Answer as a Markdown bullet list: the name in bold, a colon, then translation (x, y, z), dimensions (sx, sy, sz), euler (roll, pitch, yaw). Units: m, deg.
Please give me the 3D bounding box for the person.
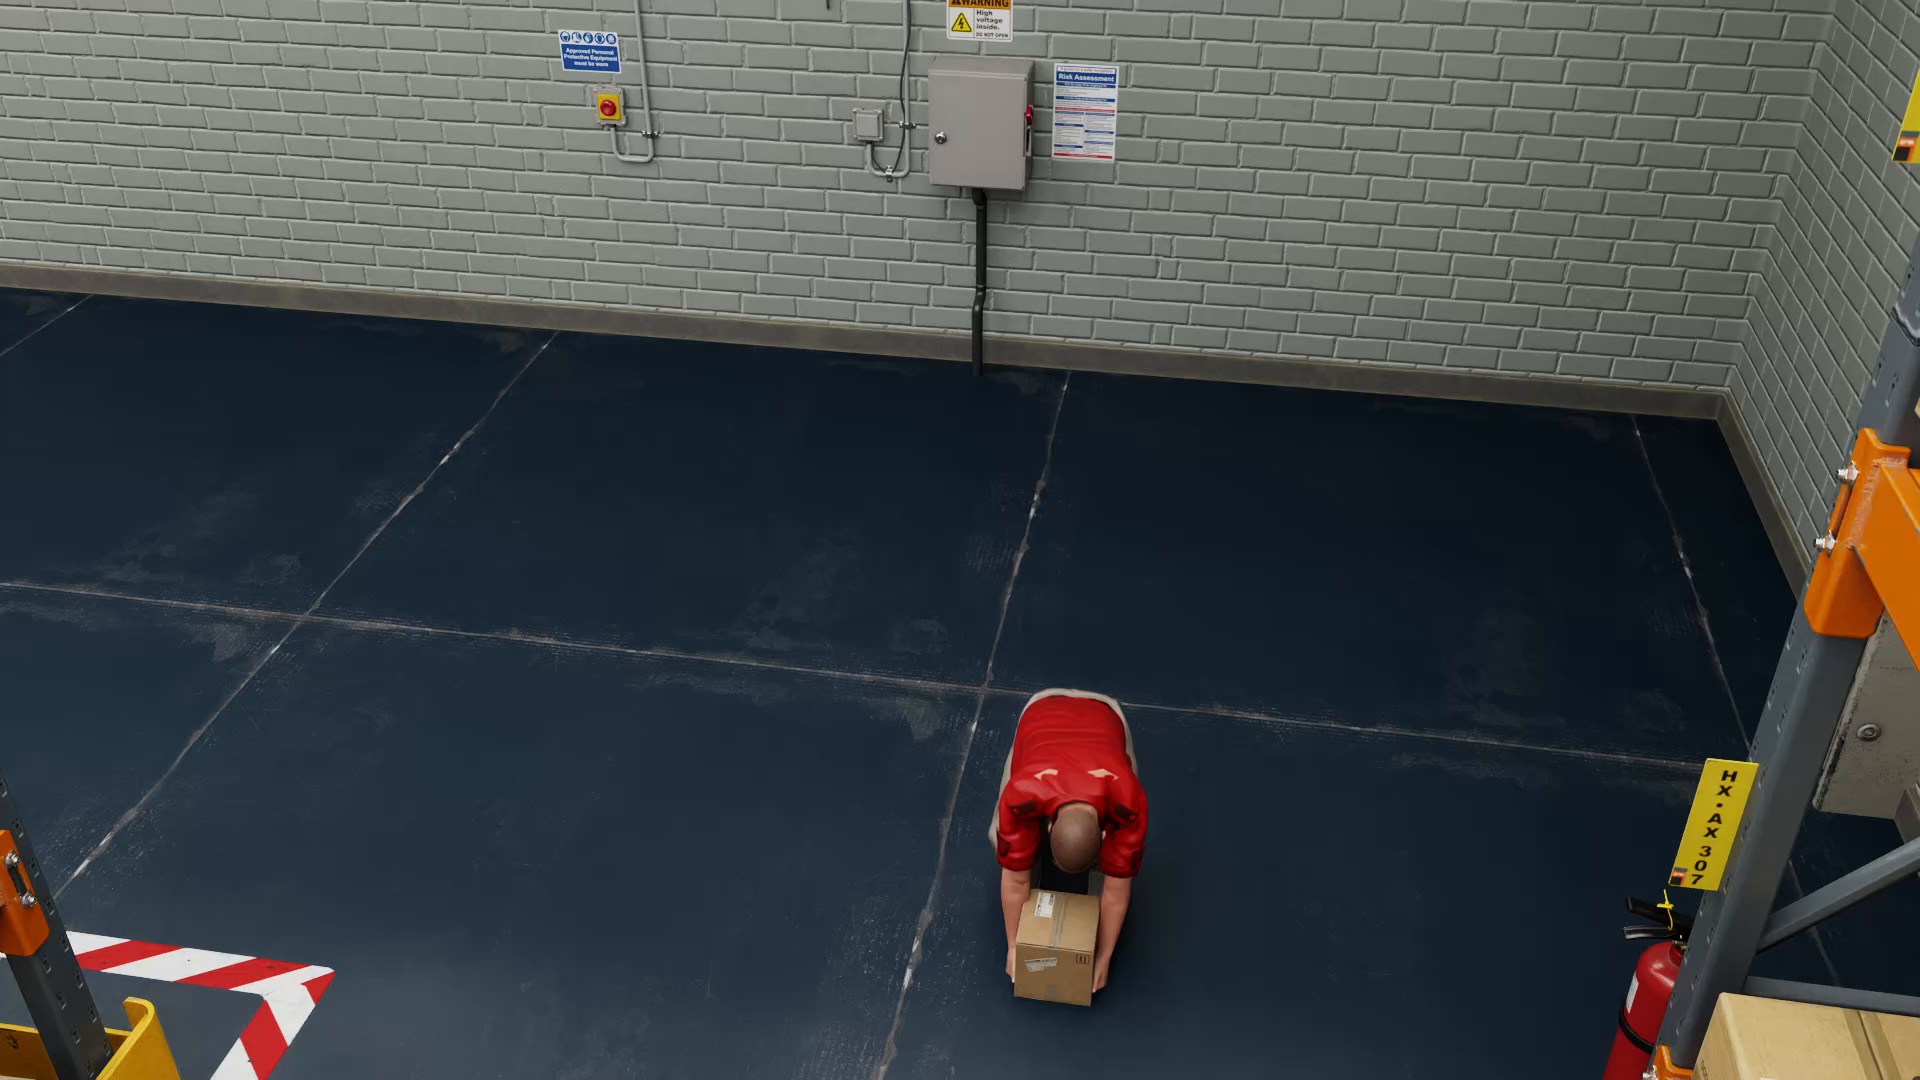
- **person**: translation (0.361, 0.958, 5.555), dimensions (0.523, 0.786, 0.935), euler (4, 32, 7)
